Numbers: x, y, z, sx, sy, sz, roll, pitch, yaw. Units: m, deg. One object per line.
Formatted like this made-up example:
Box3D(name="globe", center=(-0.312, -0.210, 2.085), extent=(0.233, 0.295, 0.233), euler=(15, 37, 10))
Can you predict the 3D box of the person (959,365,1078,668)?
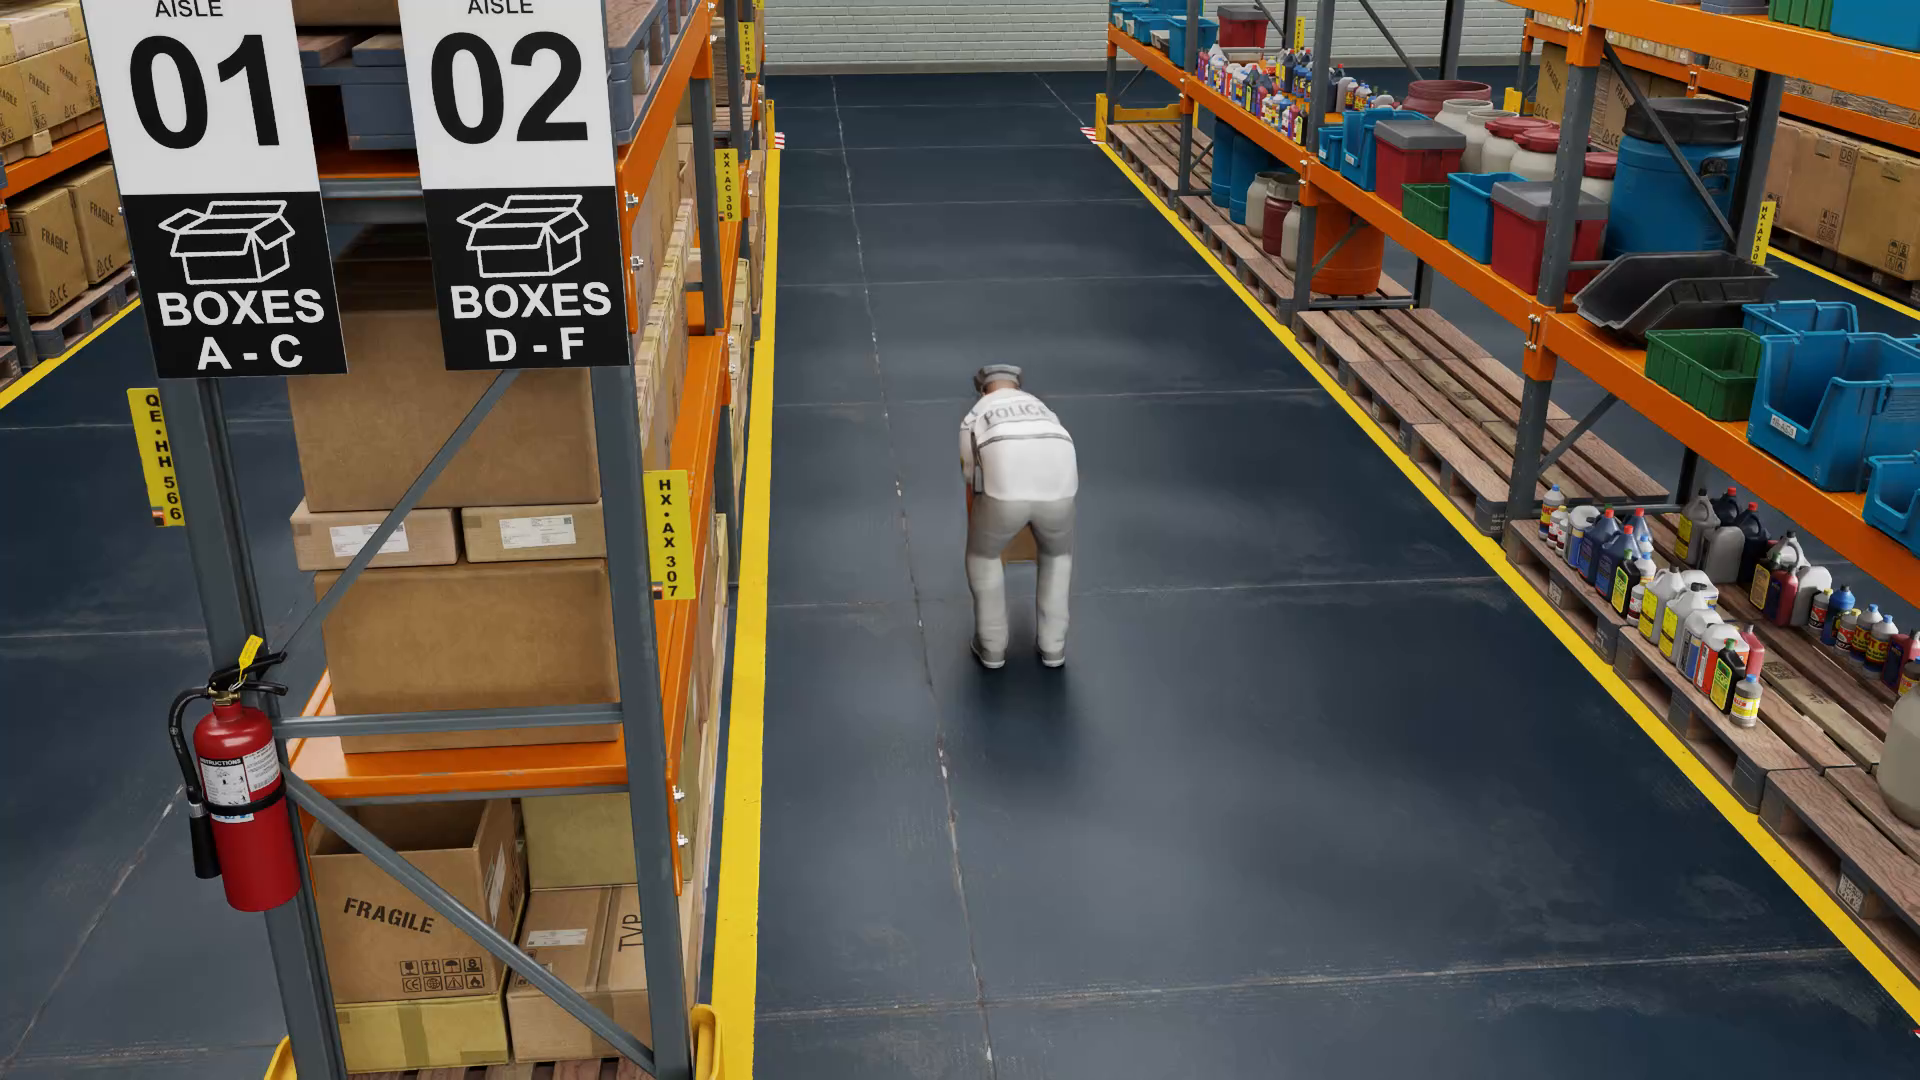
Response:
Box3D(name="person", center=(0.244, -0.116, 7.559), extent=(0.490, 1.195, 1.038), euler=(-3, 24, -7))
